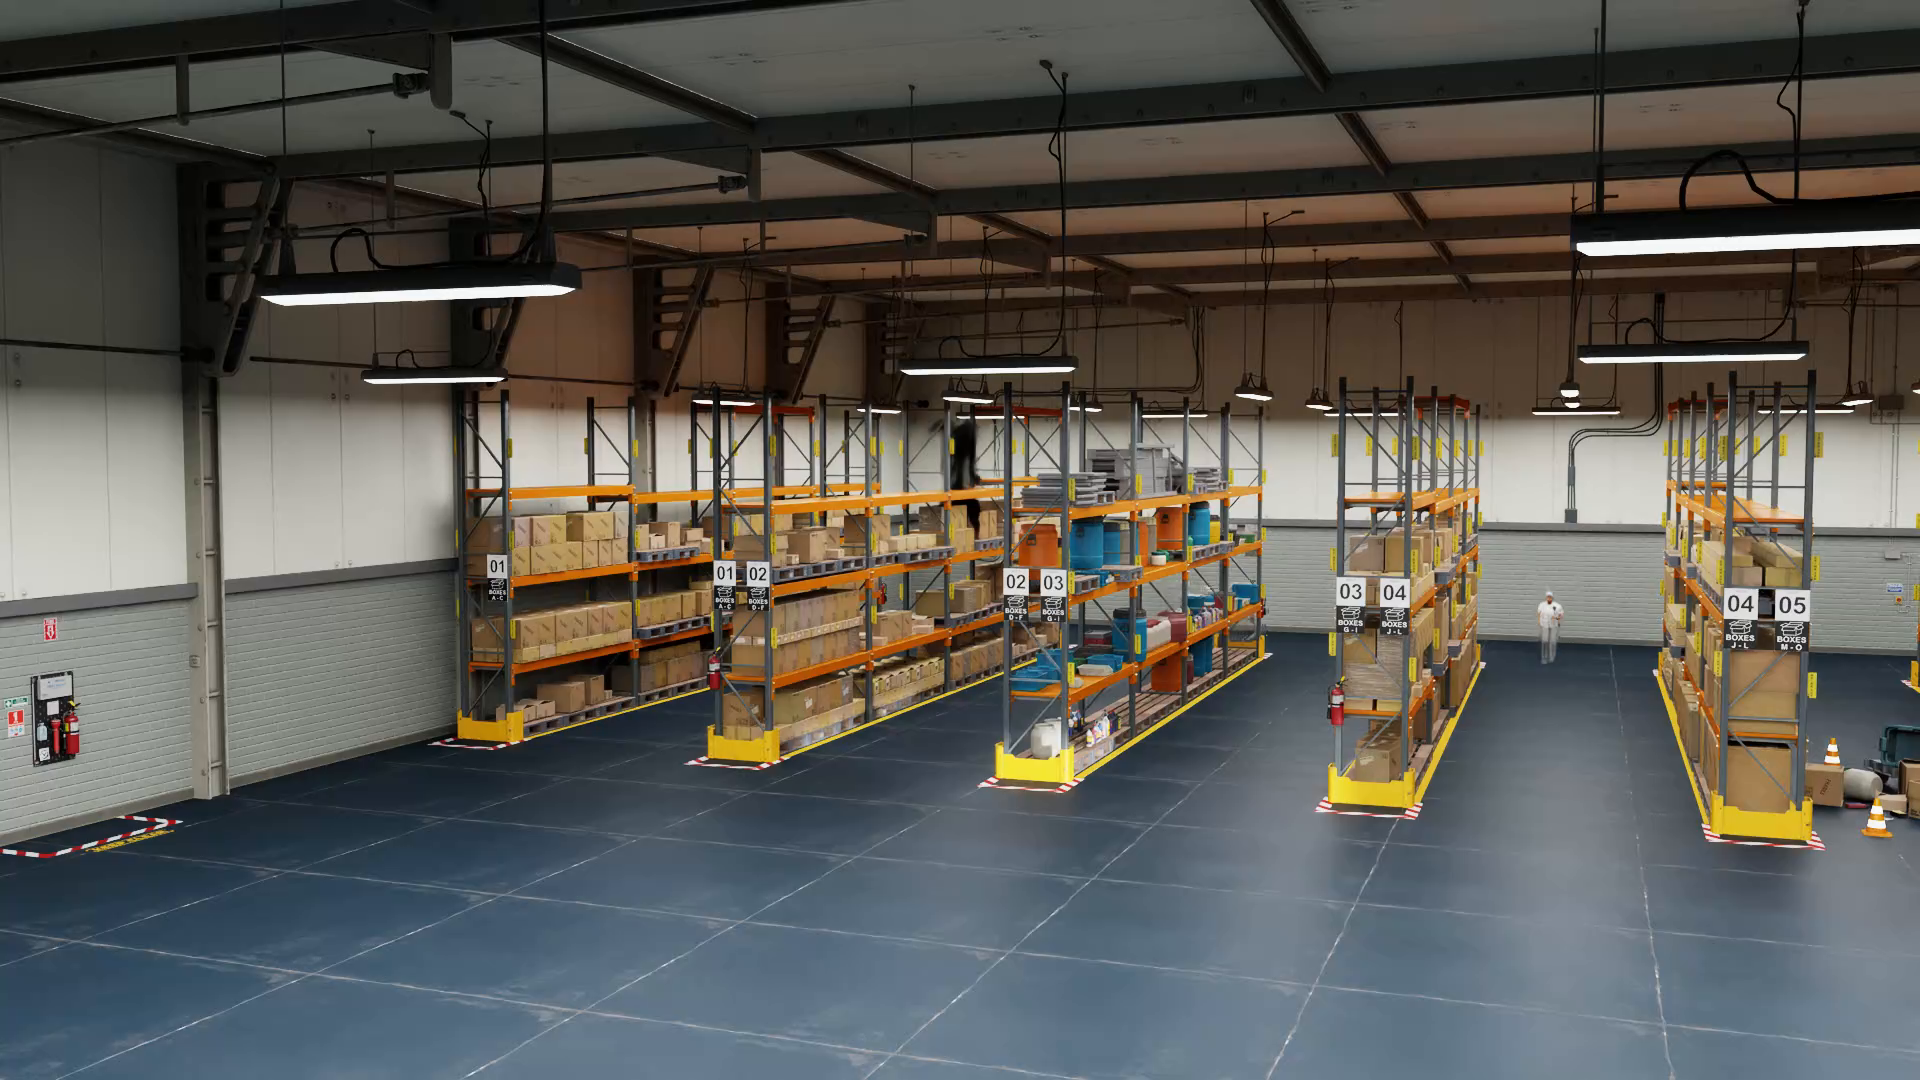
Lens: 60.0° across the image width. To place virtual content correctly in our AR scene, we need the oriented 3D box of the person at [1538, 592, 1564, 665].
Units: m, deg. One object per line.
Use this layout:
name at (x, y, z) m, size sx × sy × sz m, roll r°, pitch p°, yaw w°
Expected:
person at (13.713, 2.058, 38.619) m, size 0.587 × 1.718 × 0.726 m, roll 1°, pitch 3°, yaw 23°

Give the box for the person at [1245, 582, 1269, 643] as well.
person at (7.284, 1.894, 40.795) m, size 0.537 × 1.732 × 0.715 m, roll 2°, pitch 4°, yaw 26°
